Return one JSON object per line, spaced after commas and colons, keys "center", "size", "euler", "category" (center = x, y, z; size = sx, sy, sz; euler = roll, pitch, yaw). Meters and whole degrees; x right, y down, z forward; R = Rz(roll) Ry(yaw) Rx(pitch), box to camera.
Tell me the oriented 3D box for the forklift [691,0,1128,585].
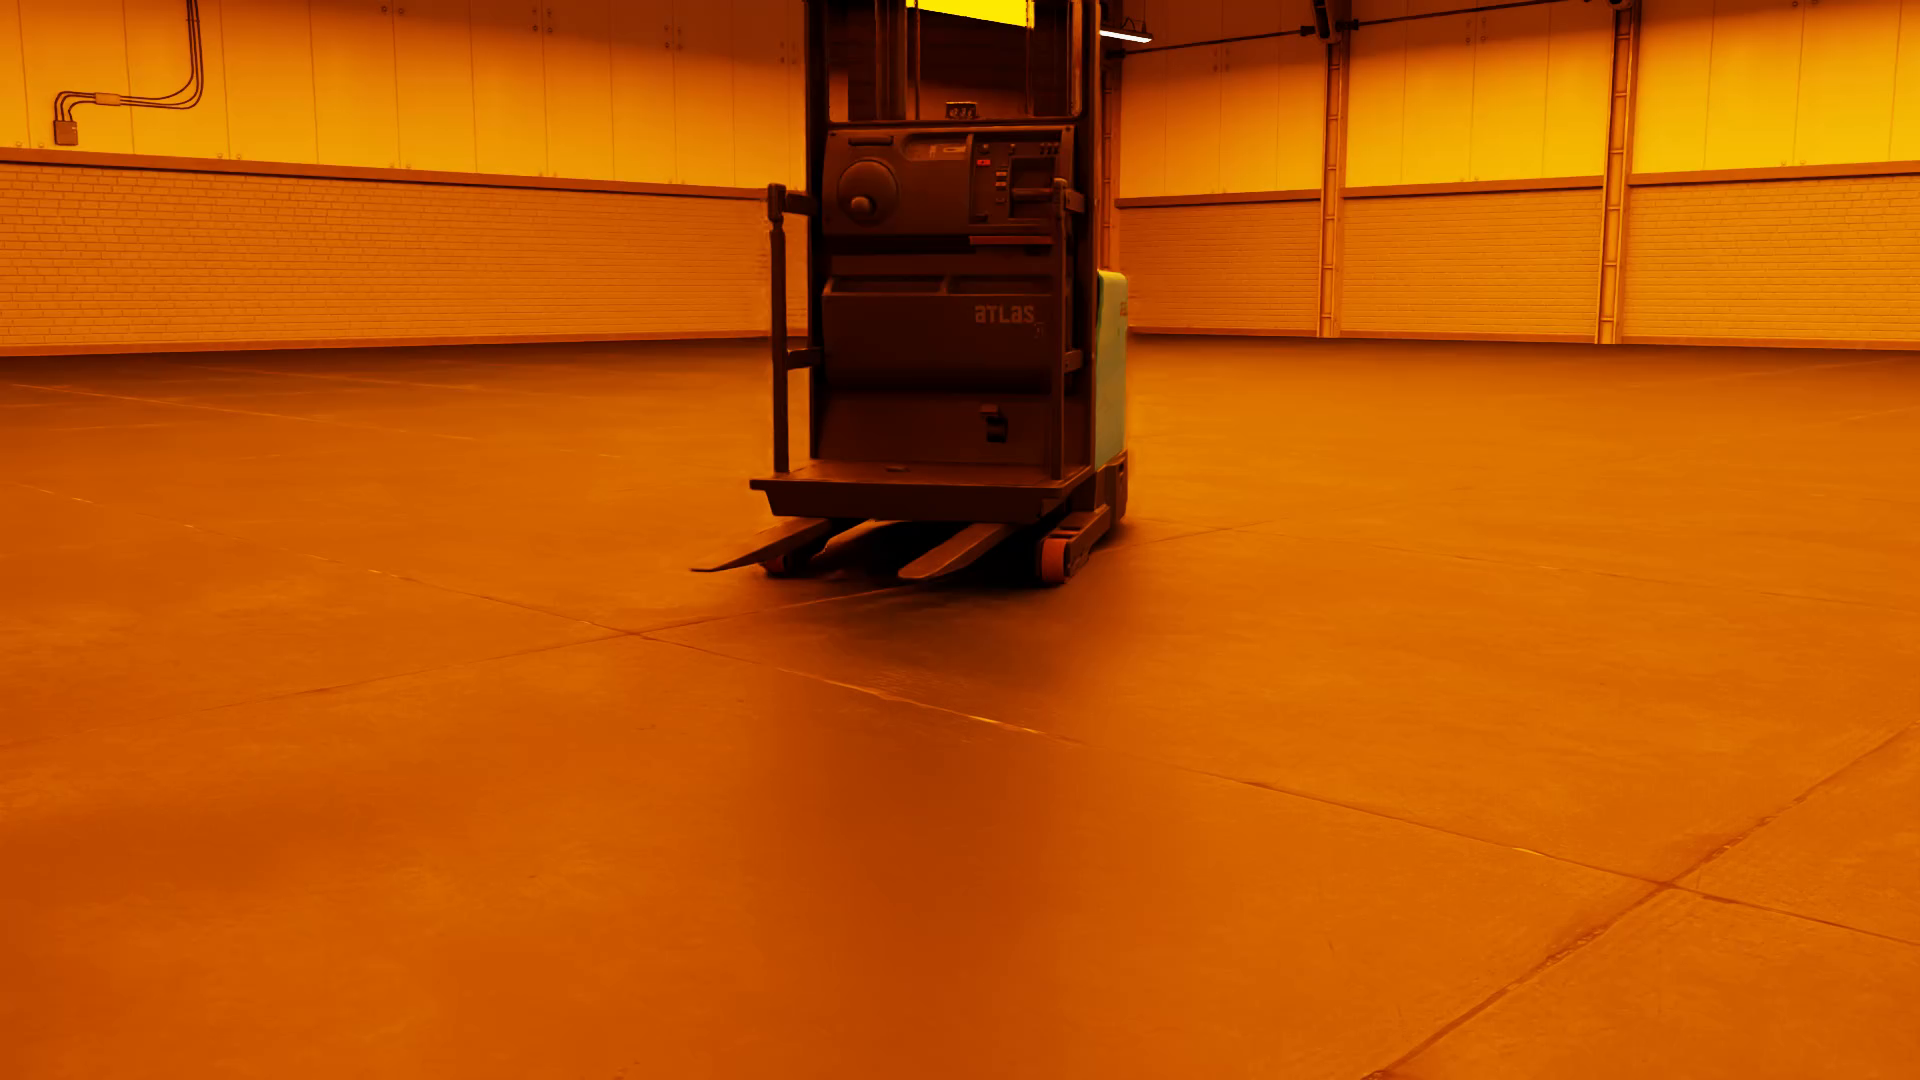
{"center": [-0.092, -1.355, 5.872], "size": [1.130, 2.935, 3.031], "euler": [2, 9, 13], "category": "forklift"}
